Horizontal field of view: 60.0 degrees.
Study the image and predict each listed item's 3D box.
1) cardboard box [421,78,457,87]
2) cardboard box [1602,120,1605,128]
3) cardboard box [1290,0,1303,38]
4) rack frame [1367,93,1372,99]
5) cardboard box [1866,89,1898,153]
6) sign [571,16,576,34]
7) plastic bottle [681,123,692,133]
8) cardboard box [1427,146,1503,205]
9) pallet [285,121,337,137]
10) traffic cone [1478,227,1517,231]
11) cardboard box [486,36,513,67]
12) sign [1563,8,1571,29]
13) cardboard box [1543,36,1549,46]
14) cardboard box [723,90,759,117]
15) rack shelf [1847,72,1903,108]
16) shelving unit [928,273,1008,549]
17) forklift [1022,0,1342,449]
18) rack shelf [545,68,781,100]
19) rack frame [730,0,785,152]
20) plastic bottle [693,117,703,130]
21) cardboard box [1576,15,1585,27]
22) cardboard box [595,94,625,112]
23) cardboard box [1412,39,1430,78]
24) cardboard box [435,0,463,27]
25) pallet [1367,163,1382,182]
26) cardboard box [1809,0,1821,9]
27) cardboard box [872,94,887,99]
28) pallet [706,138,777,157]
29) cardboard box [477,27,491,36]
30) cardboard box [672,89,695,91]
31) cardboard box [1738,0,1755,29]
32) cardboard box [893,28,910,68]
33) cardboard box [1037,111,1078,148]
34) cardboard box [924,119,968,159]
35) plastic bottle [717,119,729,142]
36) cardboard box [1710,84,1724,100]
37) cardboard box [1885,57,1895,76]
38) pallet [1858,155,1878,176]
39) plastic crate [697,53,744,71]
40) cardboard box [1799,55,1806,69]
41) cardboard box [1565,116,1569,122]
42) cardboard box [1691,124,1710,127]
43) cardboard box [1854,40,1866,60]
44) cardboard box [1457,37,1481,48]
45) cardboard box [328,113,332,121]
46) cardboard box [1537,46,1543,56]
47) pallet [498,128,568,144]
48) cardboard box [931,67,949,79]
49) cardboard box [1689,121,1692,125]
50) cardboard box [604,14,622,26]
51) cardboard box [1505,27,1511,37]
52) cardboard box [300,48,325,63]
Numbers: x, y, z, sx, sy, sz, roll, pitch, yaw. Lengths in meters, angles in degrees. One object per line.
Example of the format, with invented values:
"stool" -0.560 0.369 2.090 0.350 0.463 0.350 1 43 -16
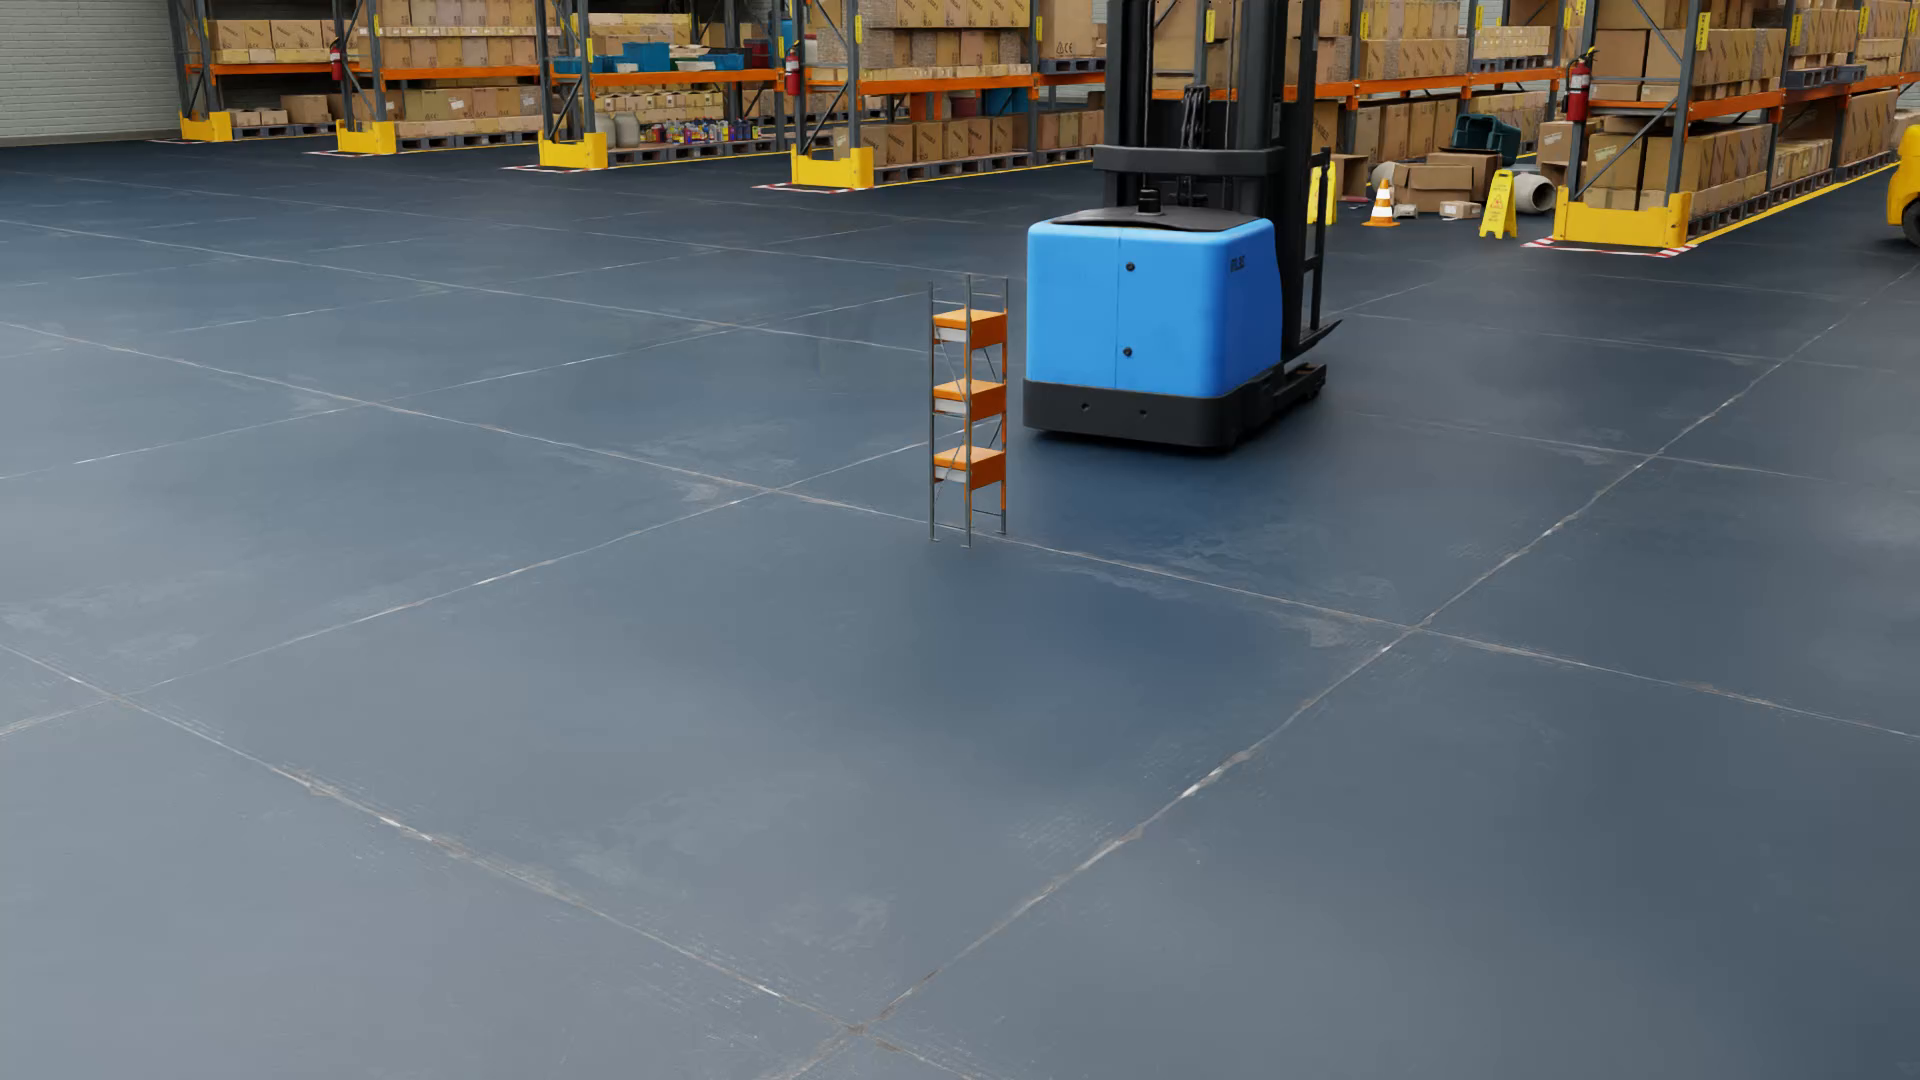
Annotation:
"cardboard box" -10.565 -9.257 33.705 0.500 0.250 0.500 12 21 34
"cardboard box" 11.539 -7.529 30.028 0.380 0.149 0.250 13 22 36
"cardboard box" 3.693 -6.322 19.972 0.875 0.550 0.550 12 21 35
"rack frame" 7.834 -9.831 33.345 1.000 3.000 0.127 12 21 35
"cardboard box" 13.104 -6.152 24.370 0.875 0.875 0.875 13 22 36
"sign" -6.823 -9.078 29.326 0.100 0.325 0.005 12 21 35
"plastic bottle" -4.340 -6.473 26.379 0.152 0.276 0.135 12 21 35
"cardboard box" 5.823 -4.232 19.294 0.797 0.637 0.503 12 21 35
"pallet" -12.348 -7.809 31.536 1.003 0.211 1.213 12 21 35
"traffic cone" 5.480 -3.388 16.874 0.336 0.463 0.334 12 21 35
"cardboard box" -8.140 -8.420 28.631 0.700 0.500 0.500 13 21 35
"sign" 9.822 -8.434 26.892 0.100 0.325 0.005 12 21 35
"cardboard box" 9.295 -8.071 26.890 0.380 0.149 0.250 13 22 36
"cardboard box" -4.386 -8.752 33.341 0.500 0.500 0.500 14 22 37
"rack shelf" 12.218 -6.308 23.211 1.077 0.370 4.000 12 21 35
"shelving unit" 0.032 -0.514 6.629 0.215 1.050 0.252 12 21 35
"forklift" 1.428 -2.232 8.987 1.130 2.935 3.031 8 19 25
"rack shelf" -4.485 -7.029 25.532 1.077 0.370 4.000 12 21 35
"rack frame" -3.294 -7.848 26.959 1.000 3.000 0.127 12 21 35
"plastic bottle" -4.220 -6.630 26.759 0.144 0.351 0.185 11 21 32
"cardboard box" 10.135 -8.836 27.783 0.500 0.500 0.500 12 21 33
"cardboard box" -6.521 -8.053 30.599 0.500 0.311 0.500 12 21 34
"cardboard box" 6.040 -6.558 22.635 0.500 0.500 0.500 13 21 36
"cardboard box" -8.724 -8.807 27.691 0.700 0.500 0.500 13 21 35
"pallet" 5.006 -4.938 22.289 1.003 0.211 1.213 12 21 35
"cardboard box" 9.772 -6.249 19.336 0.380 0.149 0.250 14 22 38
"cardboard box" -1.944 -9.921 37.424 0.500 0.311 0.500 12 21 35
"pallet" -3.727 -6.364 26.882 1.003 0.211 1.213 12 21 35
"cardboard box" -8.173 -8.614 28.161 0.380 0.149 0.250 13 22 36
"cardboard box" -5.434 -8.760 32.877 0.500 0.311 0.500 13 22 37
"cardboard box" 8.206 -5.823 18.081 0.700 0.500 0.500 12 21 34
"cardboard box" -1.148 -6.477 21.872 0.875 0.500 0.500 12 21 35
"cardboard box" 1.366 -6.242 25.260 0.700 0.500 0.500 12 21 34
"cardboard box" -0.228 -5.592 23.201 0.500 0.500 0.500 10 20 30
"plastic bottle" -3.753 -6.467 26.234 0.144 0.351 0.185 12 21 34
"cardboard box" 7.178 -4.358 16.142 0.380 0.149 0.250 13 21 36
"cardboard box" 13.040 -6.783 23.783 0.500 0.250 0.500 12 21 34
"pallet" 12.284 -5.307 23.477 1.003 0.211 1.213 12 21 35
"plastic crate" -3.735 -7.466 25.978 0.499 0.251 0.616 12 21 35
"cardboard box" 9.382 -5.436 18.908 0.380 0.149 0.250 13 21 36
"cardboard box" 10.205 -7.193 28.447 0.380 0.149 0.250 11 20 32
"cardboard box" 7.765 -4.245 18.020 0.500 0.500 0.500 13 22 37
"cardboard box" 11.526 -6.419 21.766 0.500 0.250 0.500 12 21 34
"cardboard box" 7.440 -7.328 24.496 0.380 0.149 0.250 14 22 37
"cardboard box" -12.219 -8.070 31.739 0.380 0.149 0.250 10 20 30
"cardboard box" 9.142 -7.867 26.735 0.380 0.149 0.250 13 21 35
"pallet" -7.777 -7.211 29.608 1.003 0.211 1.213 12 21 35
"cardboard box" -0.366 -6.266 22.289 0.380 0.149 0.250 12 21 35
"cardboard box" 7.647 -4.543 17.884 0.380 0.149 0.250 13 22 37
"cardboard box" -7.775 -11.420 36.492 0.500 0.250 0.500 13 21 35
"cardboard box" 8.203 -7.779 25.449 0.380 0.149 0.250 13 22 36
"cardboard box" -12.179 -9.011 30.922 0.500 0.250 0.500 13 21 35
